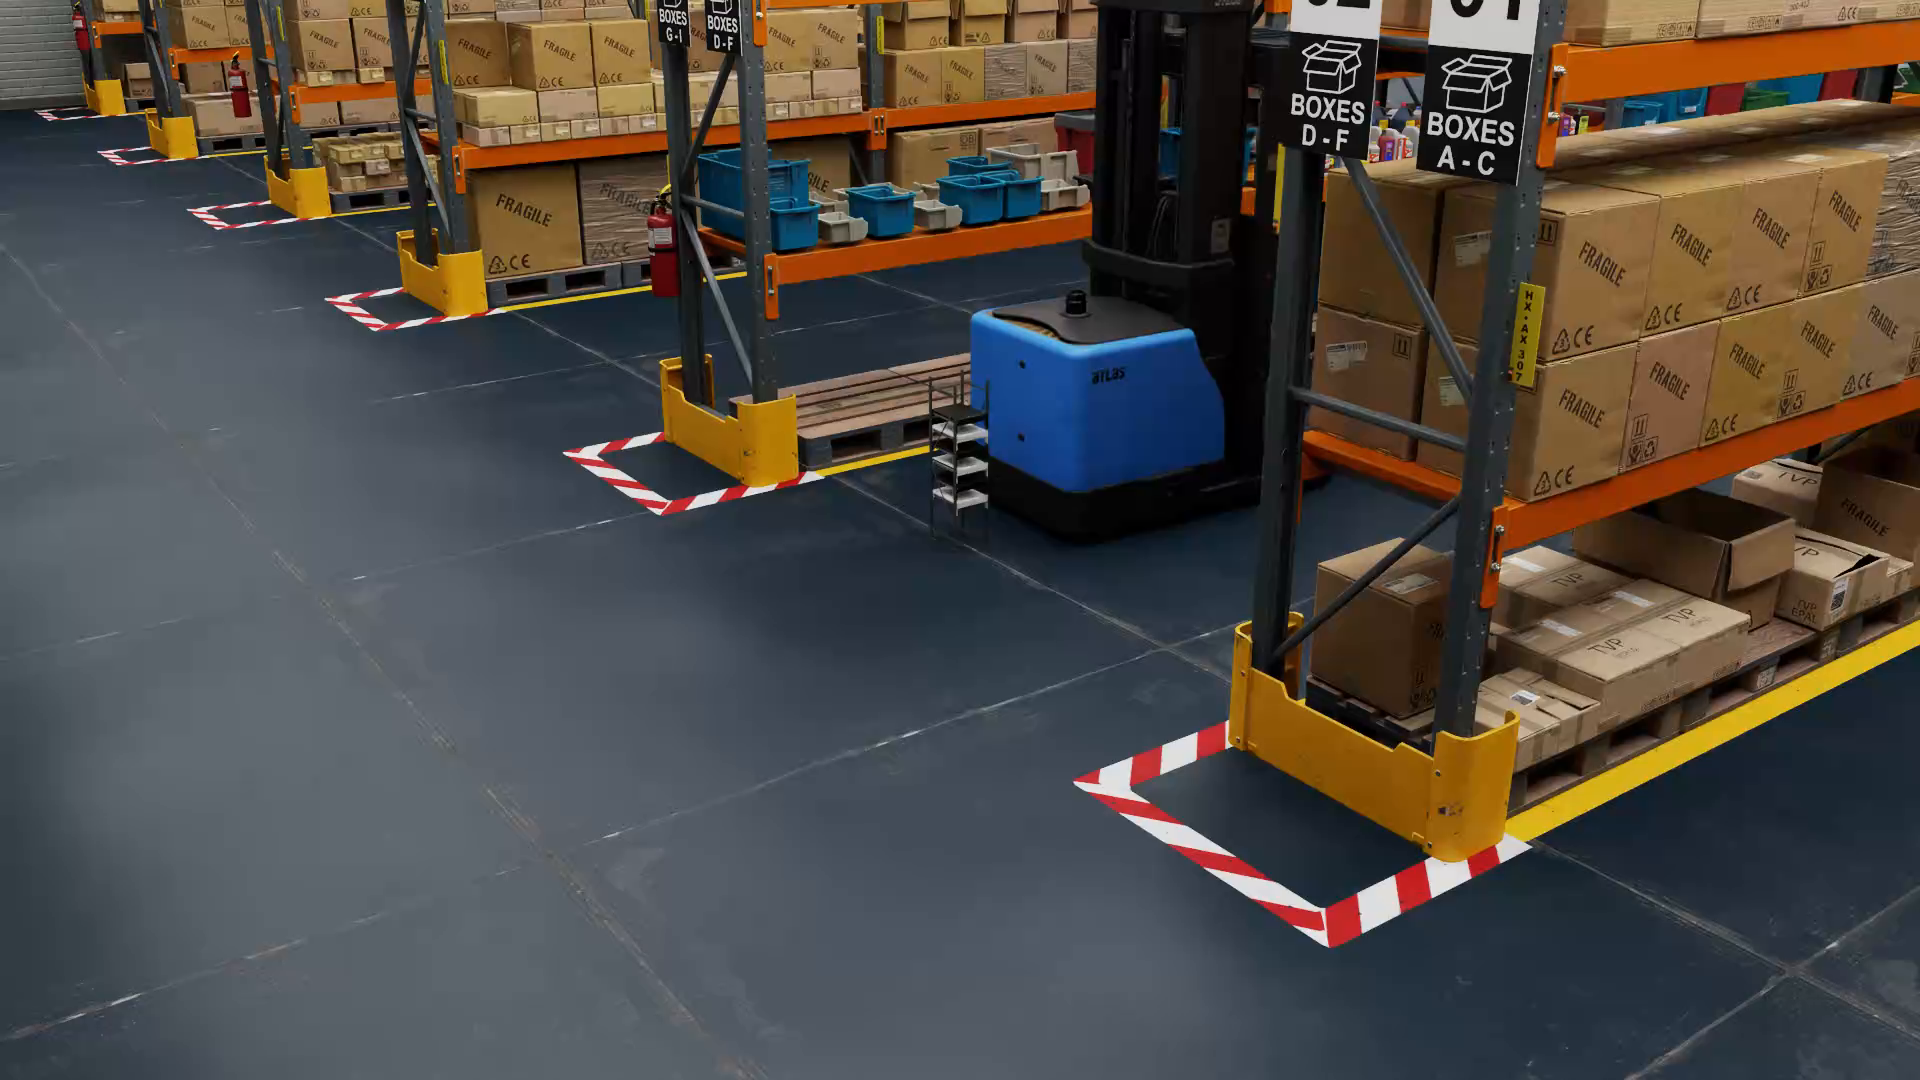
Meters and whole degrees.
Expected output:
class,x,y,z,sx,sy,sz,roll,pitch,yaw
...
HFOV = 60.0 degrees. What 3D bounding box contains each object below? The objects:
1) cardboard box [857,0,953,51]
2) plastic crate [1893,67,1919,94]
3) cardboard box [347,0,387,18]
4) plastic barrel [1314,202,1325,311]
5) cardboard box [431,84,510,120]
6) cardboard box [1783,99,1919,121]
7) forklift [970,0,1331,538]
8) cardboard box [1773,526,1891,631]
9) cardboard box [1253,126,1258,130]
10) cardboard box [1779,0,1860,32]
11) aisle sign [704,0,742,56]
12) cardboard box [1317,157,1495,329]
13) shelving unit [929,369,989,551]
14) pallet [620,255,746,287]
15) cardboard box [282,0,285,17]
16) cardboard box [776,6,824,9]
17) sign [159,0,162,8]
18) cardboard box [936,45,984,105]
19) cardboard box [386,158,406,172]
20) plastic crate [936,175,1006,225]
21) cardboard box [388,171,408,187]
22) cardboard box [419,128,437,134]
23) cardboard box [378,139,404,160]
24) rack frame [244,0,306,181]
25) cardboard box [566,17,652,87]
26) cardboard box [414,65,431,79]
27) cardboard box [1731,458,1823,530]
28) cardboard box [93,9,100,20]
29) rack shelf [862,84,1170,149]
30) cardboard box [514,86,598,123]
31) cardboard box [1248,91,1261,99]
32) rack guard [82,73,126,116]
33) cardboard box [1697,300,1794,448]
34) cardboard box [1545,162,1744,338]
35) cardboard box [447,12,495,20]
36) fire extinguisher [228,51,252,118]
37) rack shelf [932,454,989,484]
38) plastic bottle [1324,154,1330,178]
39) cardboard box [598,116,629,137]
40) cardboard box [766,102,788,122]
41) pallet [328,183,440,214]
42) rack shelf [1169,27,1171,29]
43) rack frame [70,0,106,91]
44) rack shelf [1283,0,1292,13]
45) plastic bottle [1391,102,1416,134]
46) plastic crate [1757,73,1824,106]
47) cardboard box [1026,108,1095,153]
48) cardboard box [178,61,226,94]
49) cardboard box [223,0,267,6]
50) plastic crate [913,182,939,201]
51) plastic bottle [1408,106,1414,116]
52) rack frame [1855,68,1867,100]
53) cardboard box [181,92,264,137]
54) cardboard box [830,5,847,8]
class,x,y,z,sx,sy,sz,roll,pitch,yaw
cardboard box,-0.528,-4.918,15.686,0.637,0.503,0.797,-16,27,-34
plastic crate,9.612,-4.617,16.706,0.662,0.188,0.450,-15,26,-33
cardboard box,-6.178,-5.691,17.225,0.500,0.500,0.500,-14,26,-31
plastic barrel,2.877,-2.261,12.781,0.708,0.901,0.600,-15,26,-33
cardboard box,-4.050,-3.653,13.804,0.500,0.250,0.500,-15,26,-34
cardboard box,4.194,-1.778,7.820,0.500,0.500,0.500,-14,26,-31
forklift,1.553,-1.776,9.393,3.031,2.935,1.130,-14,26,-31
cardboard box,3.835,0.131,7.554,0.500,0.311,0.500,-15,26,-33
cardboard box,3.180,-4.449,18.778,0.500,0.500,0.700,-18,28,-37
cardboard box,2.878,-1.990,5.990,0.500,0.250,0.500,-15,26,-33
aisle sign,-1.281,-3.012,8.889,0.004,0.787,0.394,-15,26,-33
cardboard box,1.695,-1.108,6.142,0.500,0.500,0.500,-15,26,-33
shelving unit,-0.007,-0.416,8.725,0.210,0.900,0.258,-15,26,-33
pallet,-2.696,-2.563,15.035,1.213,0.211,1.003,-15,26,-33
cardboard box,-6.877,-5.736,17.339,0.500,0.500,0.500,-16,27,-34
cardboard box,-1.580,-4.655,15.304,0.500,0.500,0.500,-15,26,-33
sign,-9.757,-6.651,20.243,0.005,0.325,0.100,-15,26,-33
cardboard box,-0.115,-4.445,15.854,0.500,0.500,0.500,-15,26,-33
cardboard box,-6.126,-4.081,17.954,0.250,0.149,0.380,-15,26,-32
plastic crate,0.066,-2.099,10.254,0.300,0.233,0.416,-15,26,-33
cardboard box,-6.129,-3.939,17.999,0.250,0.149,0.380,-15,26,-32
cardboard box,-6.015,-4.495,18.590,0.250,0.149,0.380,-14,26,-31
cardboard box,-6.047,-4.184,17.811,0.250,0.149,0.380,-15,26,-33
rack frame,-7.103,-4.913,17.162,0.127,3.000,1.000,-15,26,-33
cardboard box,-2.918,-4.061,13.815,0.500,0.500,0.500,-16,27,-34
cardboard box,-5.852,-5.027,17.785,0.250,0.149,0.380,-15,26,-33
cardboard box,4.274,-0.214,8.419,0.500,0.311,0.500,-15,26,-33
cardboard box,-12.866,-7.909,25.008,0.250,0.149,0.380,-15,26,-33
rack shelf,0.582,-4.364,16.756,4.000,0.370,1.077,-15,26,-33
cardboard box,-3.323,-3.605,13.684,0.500,0.250,0.500,-15,26,-33
cardboard box,3.919,-7.030,24.768,0.875,0.875,0.875,-15,26,-32
rack guard,-12.916,-6.729,25.084,0.348,0.500,1.175,-15,26,-33
cardboard box,2.833,-0.702,6.475,0.500,0.500,0.500,-15,26,-33
cardboard box,2.428,-1.061,6.025,0.500,0.500,0.500,-15,26,-32
cardboard box,-5.343,-5.450,17.971,0.500,0.500,0.500,-16,27,-34
fire extinguisher,-7.577,-4.789,17.457,0.183,0.674,0.296,-15,26,-33
rack shelf,-0.007,-0.385,8.738,0.200,0.077,0.258,-15,26,-33
plastic bottle,2.589,-2.693,11.866,0.097,0.201,0.097,0,22,0
cardboard box,-2.975,-3.483,13.917,0.250,0.149,0.380,-16,27,-34
cardboard box,-1.724,-3.817,14.753,0.250,0.149,0.380,-14,26,-32
pallet,-6.361,-3.800,18.134,1.213,0.211,1.003,-15,26,-33
rack shelf,4.261,-7.610,24.890,4.000,0.370,1.077,-15,26,-33
rack frame,-12.978,-7.873,24.580,0.127,3.000,1.000,-15,26,-33
rack shelf,3.475,-4.267,12.466,4.000,0.370,1.077,-15,26,-33
plastic bottle,3.498,-3.271,13.114,0.185,0.351,0.144,-15,26,-33
plastic crate,7.631,-4.167,15.313,0.575,0.384,0.392,-15,26,-33
cardboard box,0.905,-4.005,17.187,0.875,0.875,1.225,-15,26,-33
cardboard box,-11.710,-7.184,25.660,0.500,0.500,0.700,-14,26,-31
cardboard box,-9.105,-7.024,20.967,0.500,0.500,0.500,-16,27,-34
plastic crate,-0.155,-2.241,10.741,0.250,0.136,0.298,-15,26,-33
plastic bottle,3.593,-3.354,13.411,0.133,0.283,0.061,-15,26,-33
rack frame,8.345,-4.507,16.143,0.127,3.000,1.000,-15,26,-33
cardboard box,-9.599,-5.559,21.670,0.875,0.438,0.875,-16,27,-35
cardboard box,-1.571,-6.536,20.198,0.250,0.149,0.380,-15,26,-33
